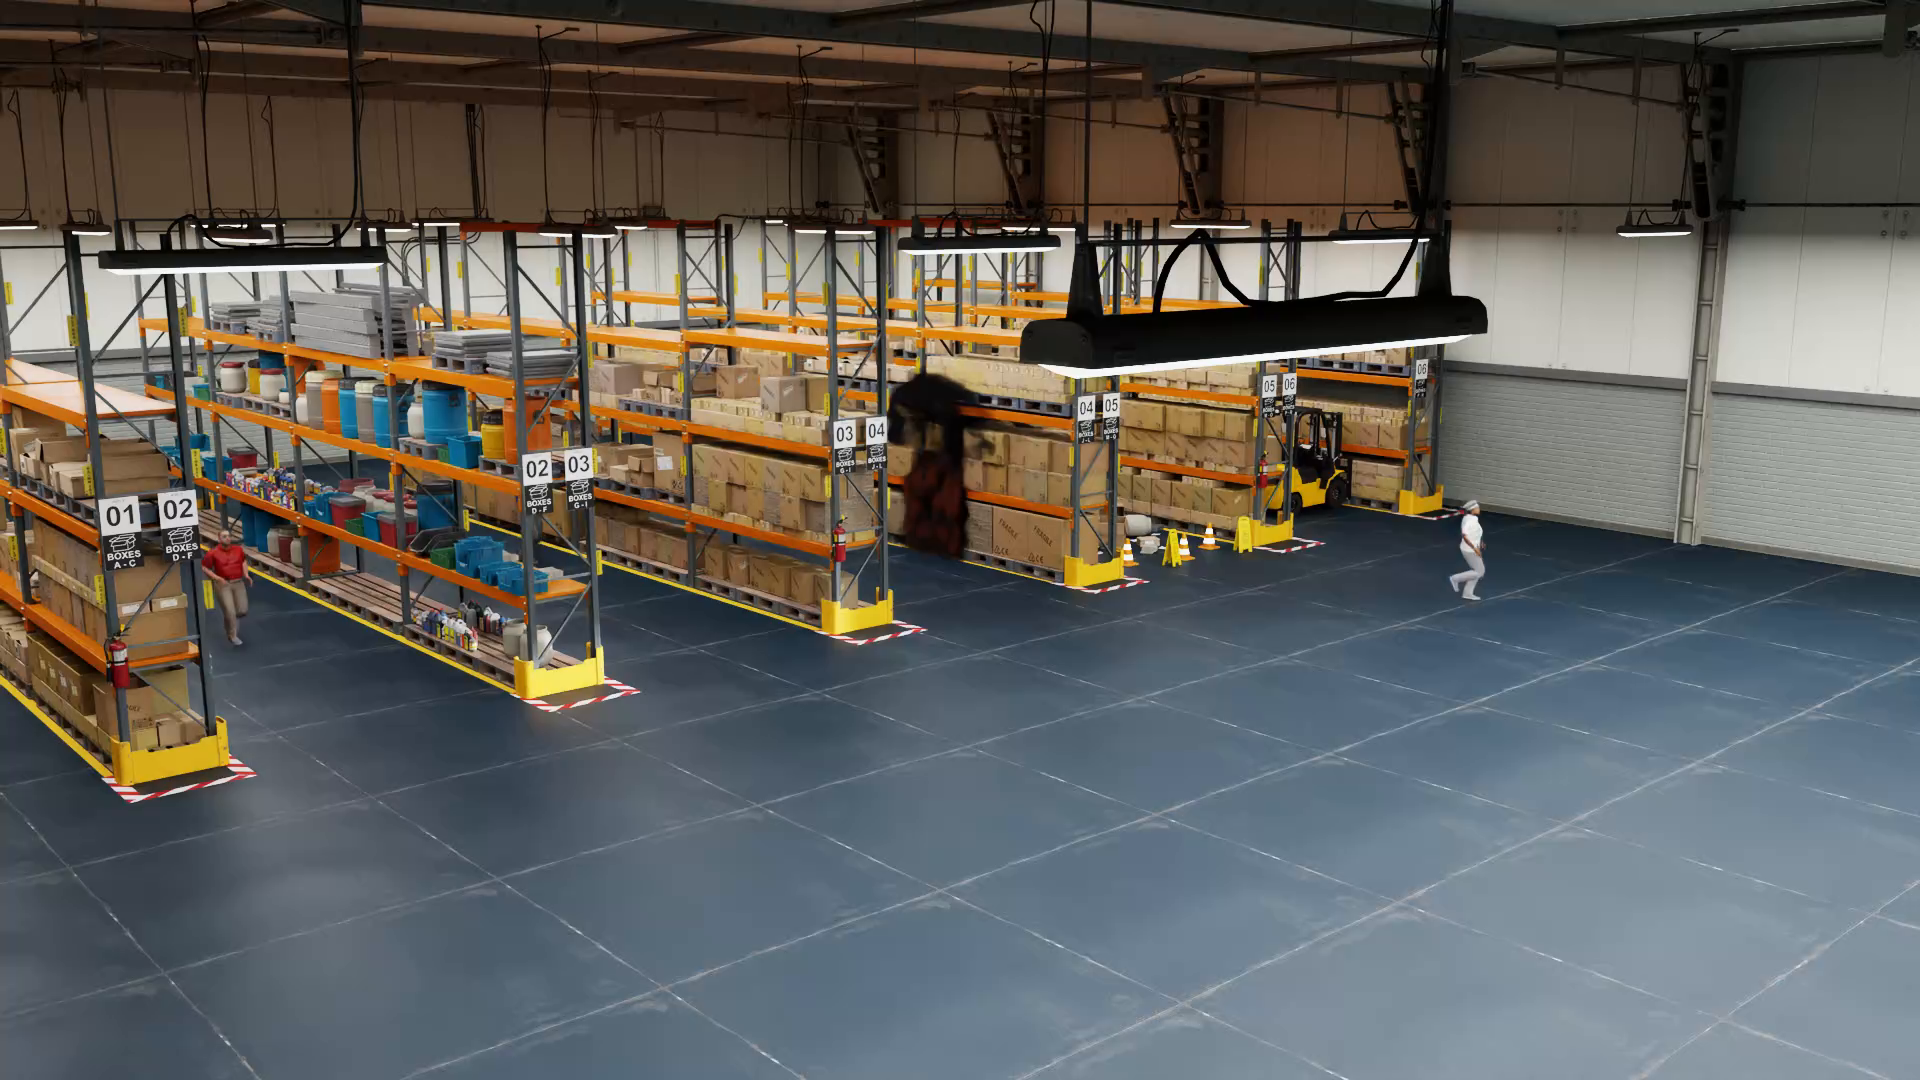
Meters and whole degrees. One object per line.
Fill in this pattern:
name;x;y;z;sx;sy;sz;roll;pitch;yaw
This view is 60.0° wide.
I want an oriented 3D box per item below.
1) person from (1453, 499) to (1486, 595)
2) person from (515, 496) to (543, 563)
person;8.271;0.120;26.943;0.507;1.587;0.578;2;12;11
person;-7.604;-0.294;29.714;0.500;1.425;0.525;11;16;44
